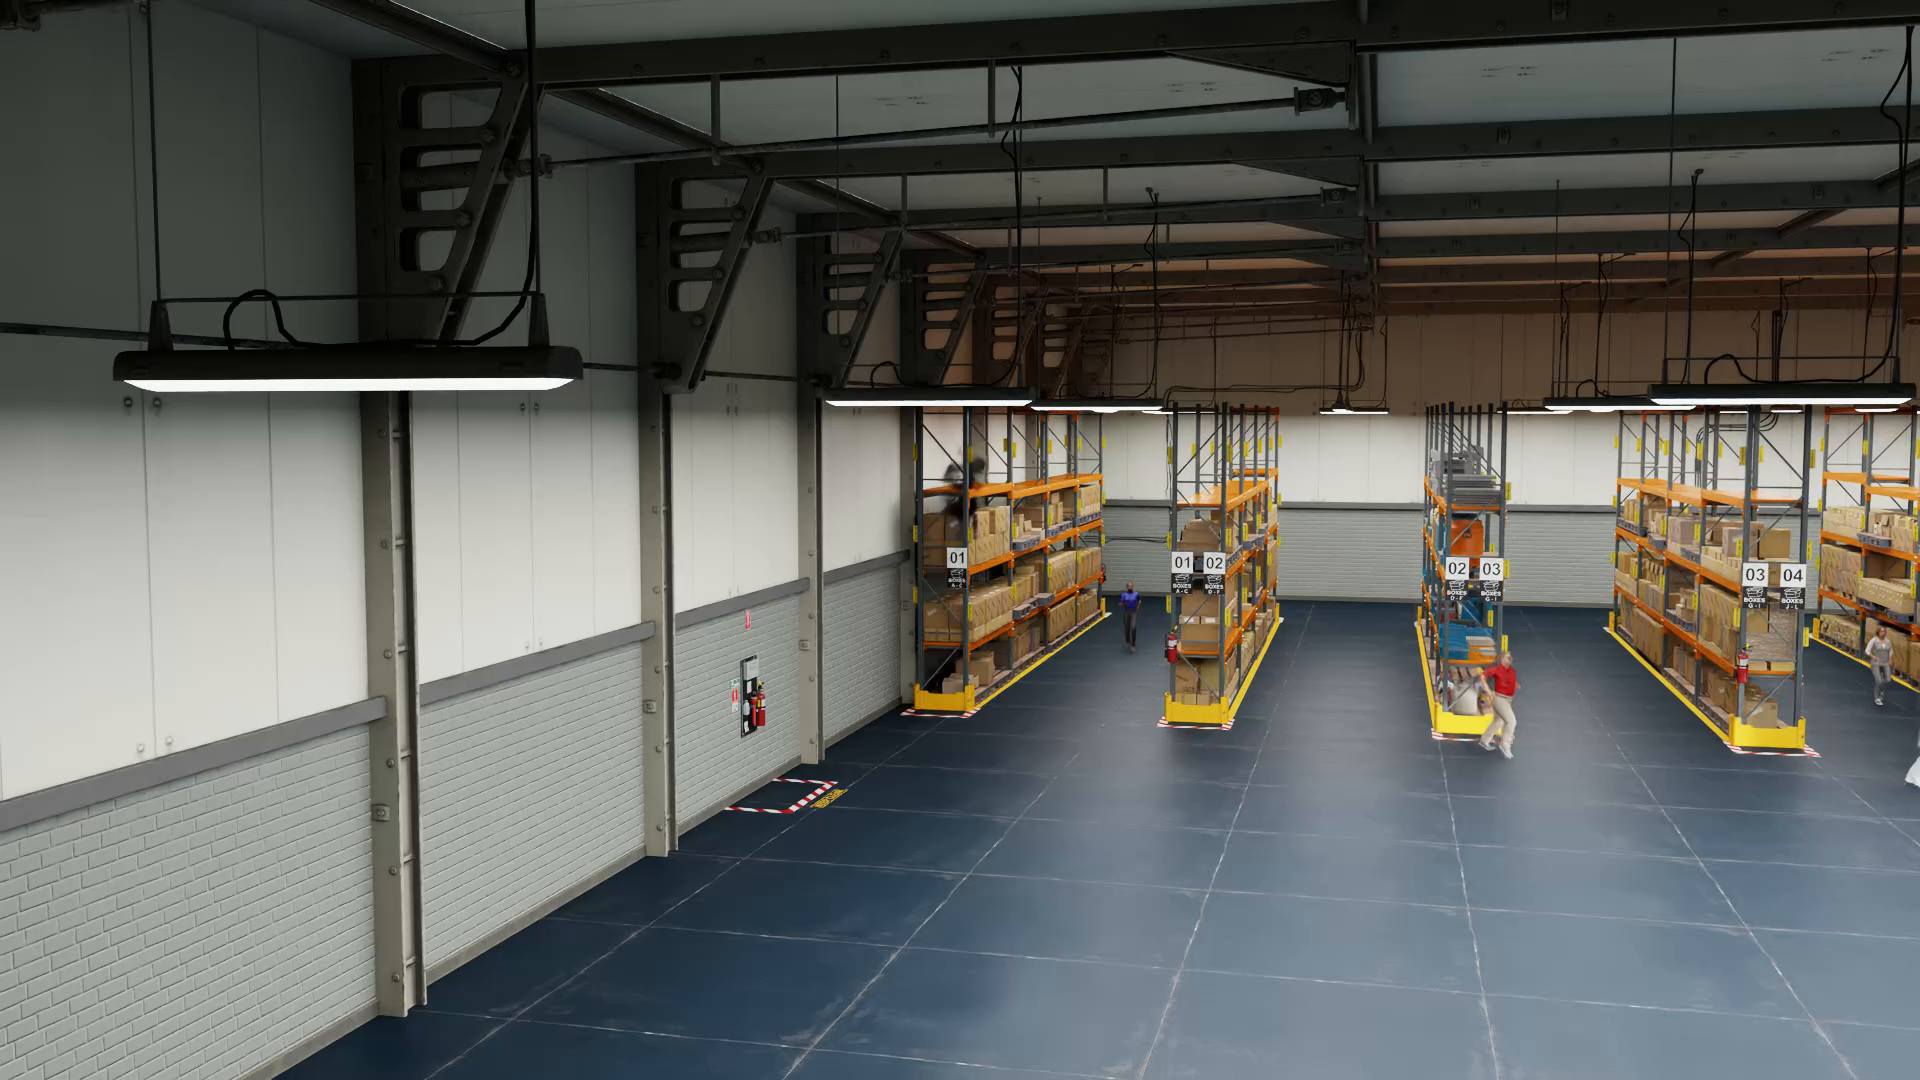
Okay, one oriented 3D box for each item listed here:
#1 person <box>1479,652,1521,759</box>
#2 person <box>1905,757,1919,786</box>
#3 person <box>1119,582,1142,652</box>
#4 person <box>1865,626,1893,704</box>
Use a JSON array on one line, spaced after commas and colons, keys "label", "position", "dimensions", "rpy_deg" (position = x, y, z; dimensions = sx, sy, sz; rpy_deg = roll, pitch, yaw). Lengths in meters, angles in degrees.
[{"label": "person", "position": [9.192, 2.780, 28.273], "dimensions": [0.726, 1.773, 0.648], "rpy_deg": [4, 6, 44]}, {"label": "person", "position": [15.048, 2.971, 25.480], "dimensions": [0.730, 1.726, 0.922], "rpy_deg": [-3, 5, -32]}, {"label": "person", "position": [4.180, 1.875, 40.876], "dimensions": [0.564, 1.712, 0.736], "rpy_deg": [0, 4, 6]}, {"label": "person", "position": [18.330, 2.497, 33.134], "dimensions": [0.543, 1.567, 0.530], "rpy_deg": [1, 4, 8]}]
